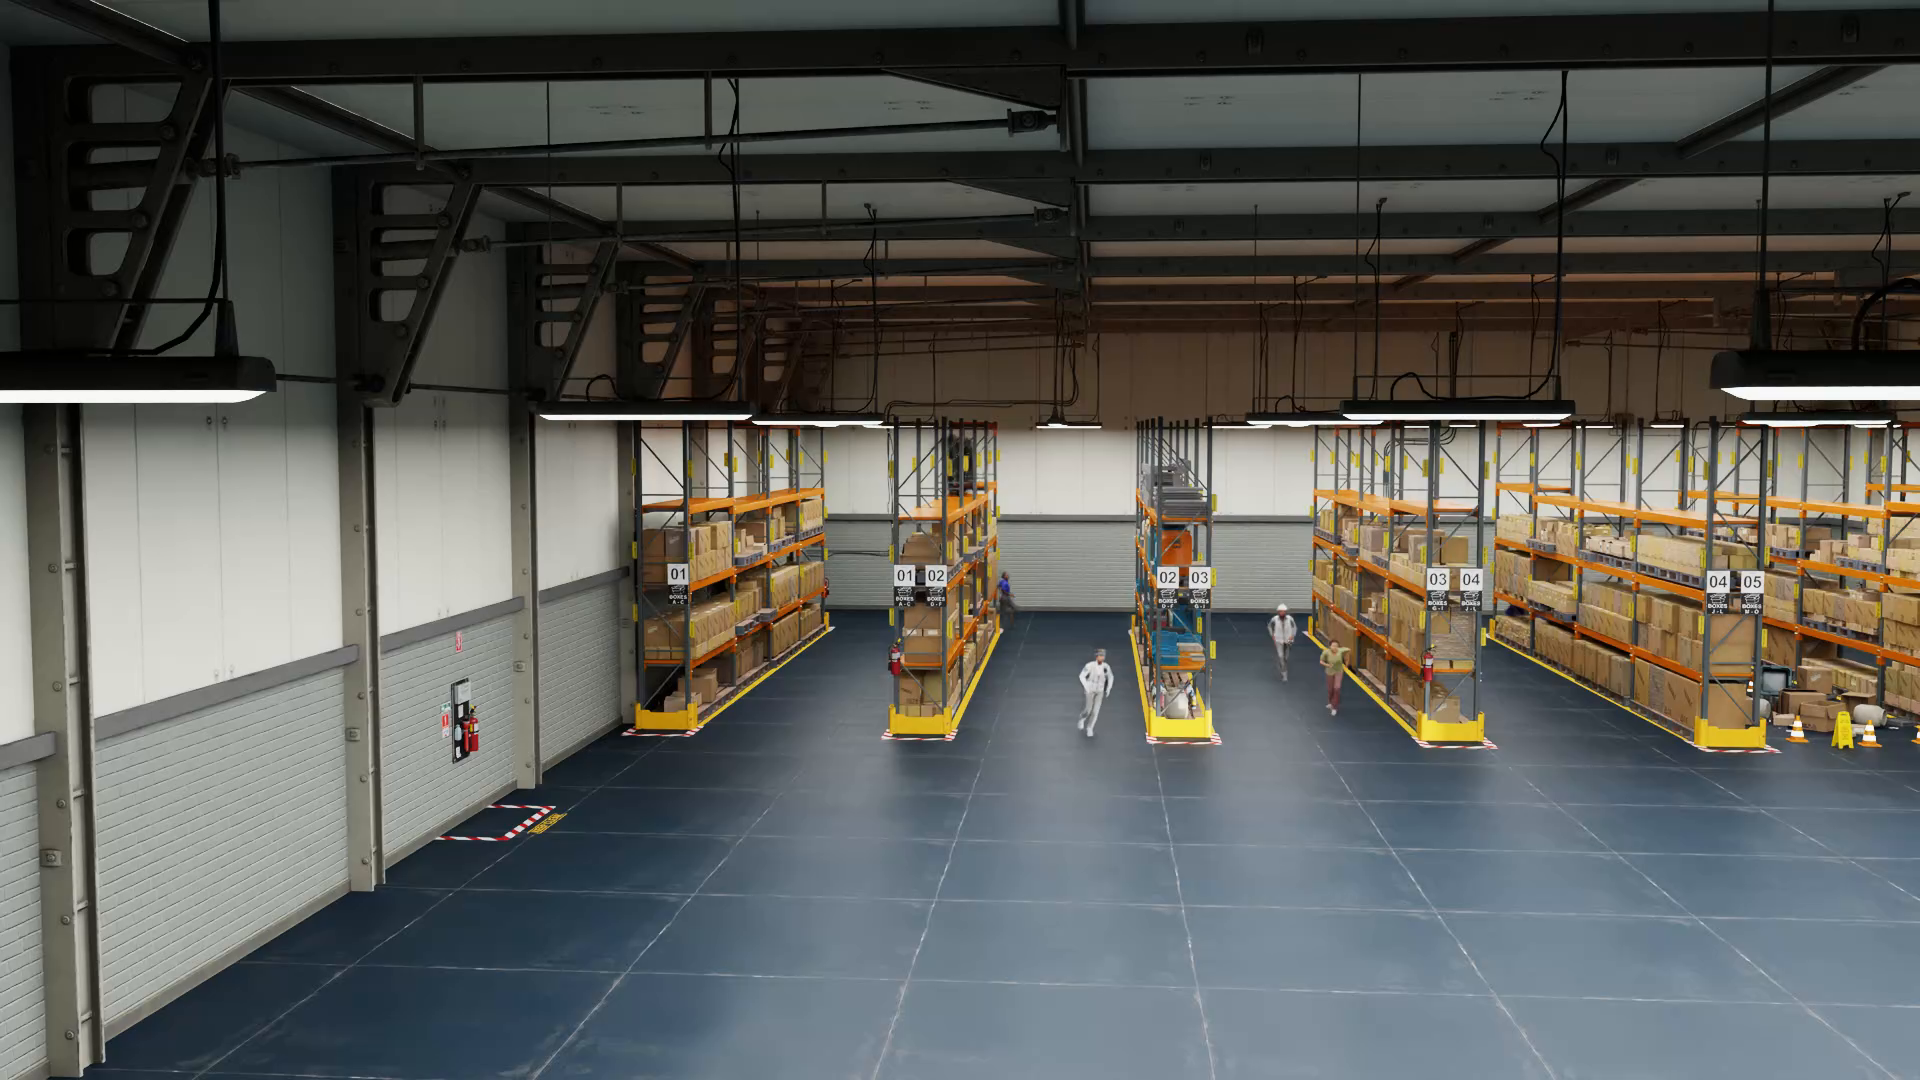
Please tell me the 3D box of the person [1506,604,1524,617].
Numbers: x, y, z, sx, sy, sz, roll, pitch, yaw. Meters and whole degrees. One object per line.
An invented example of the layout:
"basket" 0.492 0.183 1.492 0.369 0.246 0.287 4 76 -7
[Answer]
"person" 15.869 1.849 47.250 0.720 1.695 0.610 0 4 1

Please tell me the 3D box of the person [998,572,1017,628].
"person" 1.297 1.755 48.393 0.688 1.686 0.581 1 4 10

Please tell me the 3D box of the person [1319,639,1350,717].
"person" 7.587 2.761 33.696 0.616 1.615 0.945 1 4 11

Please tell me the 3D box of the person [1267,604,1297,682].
"person" 7.457 2.356 38.533 0.660 1.768 0.996 0 4 0

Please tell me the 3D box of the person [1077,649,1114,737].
"person" 2.587 2.862 31.509 0.657 1.647 0.595 -1 4 -11
